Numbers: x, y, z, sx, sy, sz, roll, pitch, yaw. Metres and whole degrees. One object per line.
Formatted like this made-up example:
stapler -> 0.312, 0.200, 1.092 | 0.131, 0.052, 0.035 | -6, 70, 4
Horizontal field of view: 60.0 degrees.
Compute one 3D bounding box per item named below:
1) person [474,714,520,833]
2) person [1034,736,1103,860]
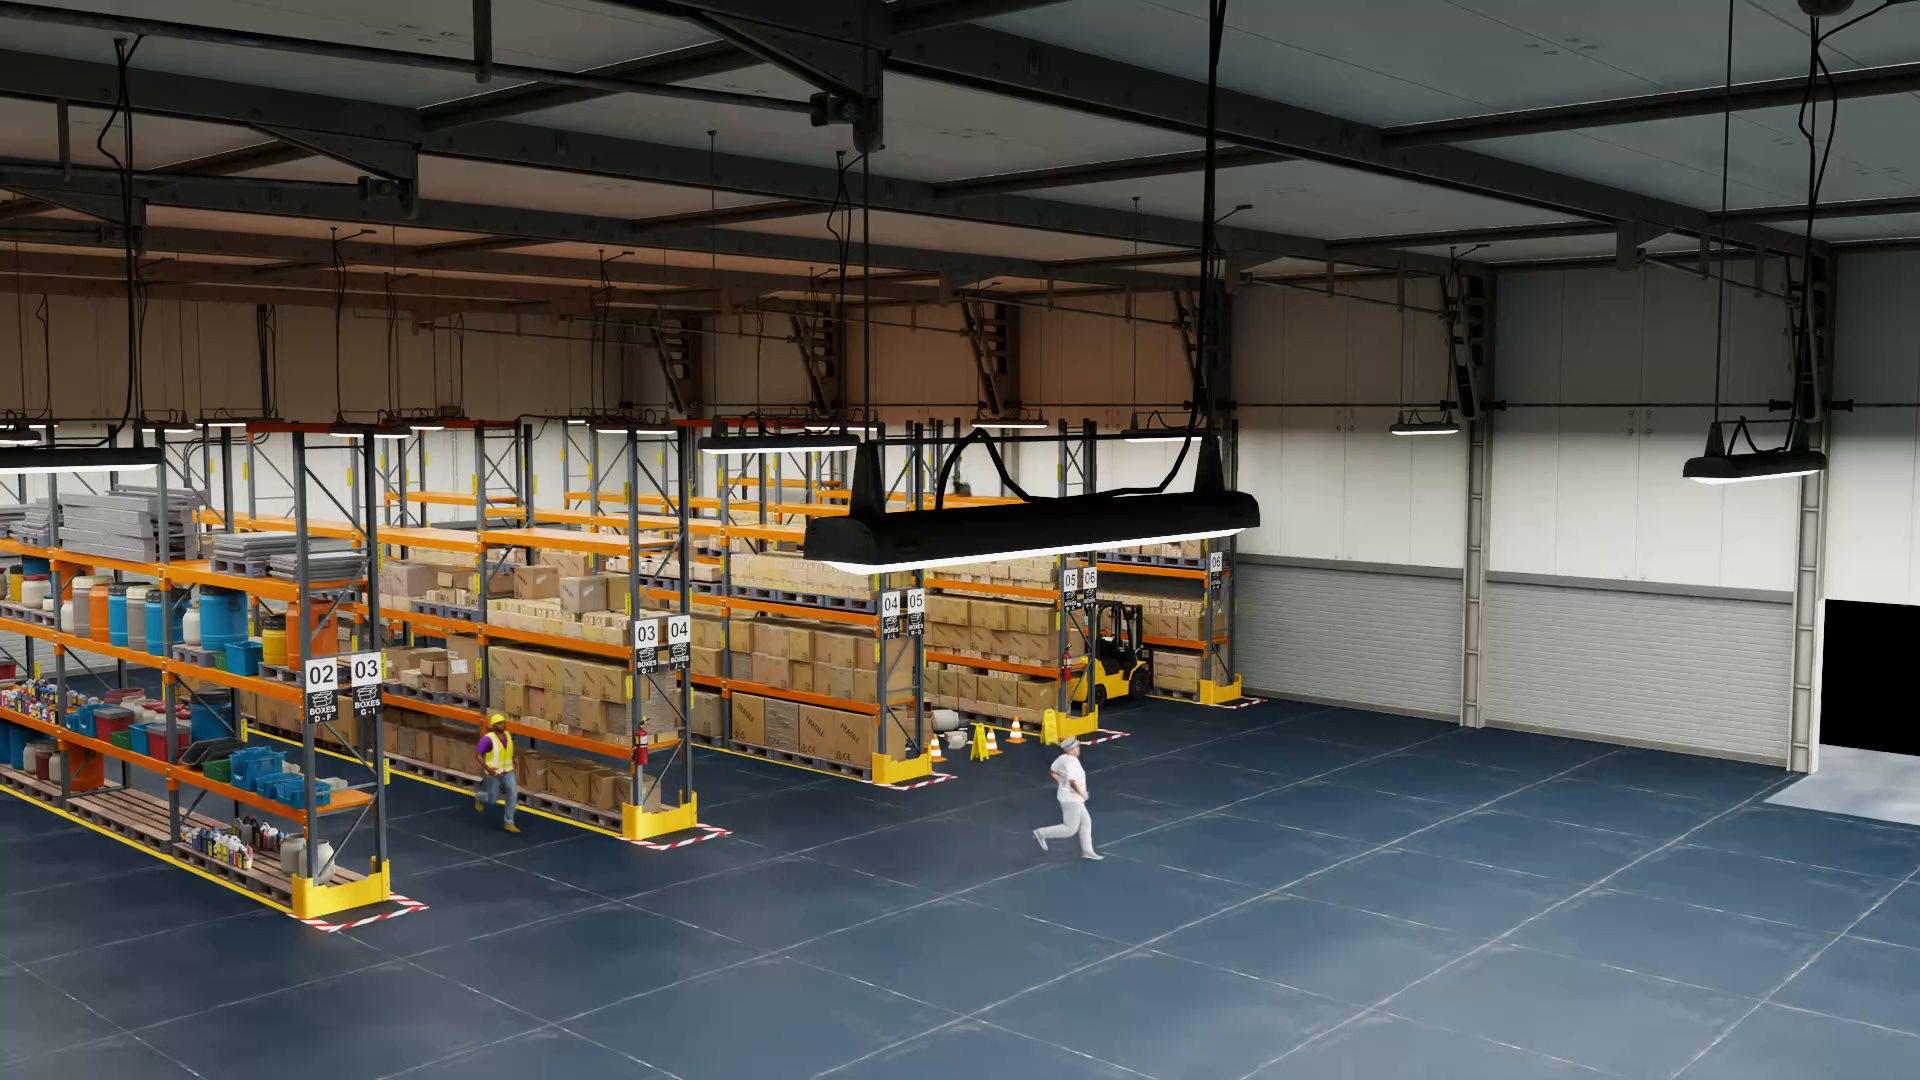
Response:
person -> -6.900, 3.461, 24.821 | 0.944, 1.736, 0.688 | 4, 6, 43
person -> 1.508, 3.599, 23.028 | 1.024, 1.779, 0.642 | -1, 5, -7
